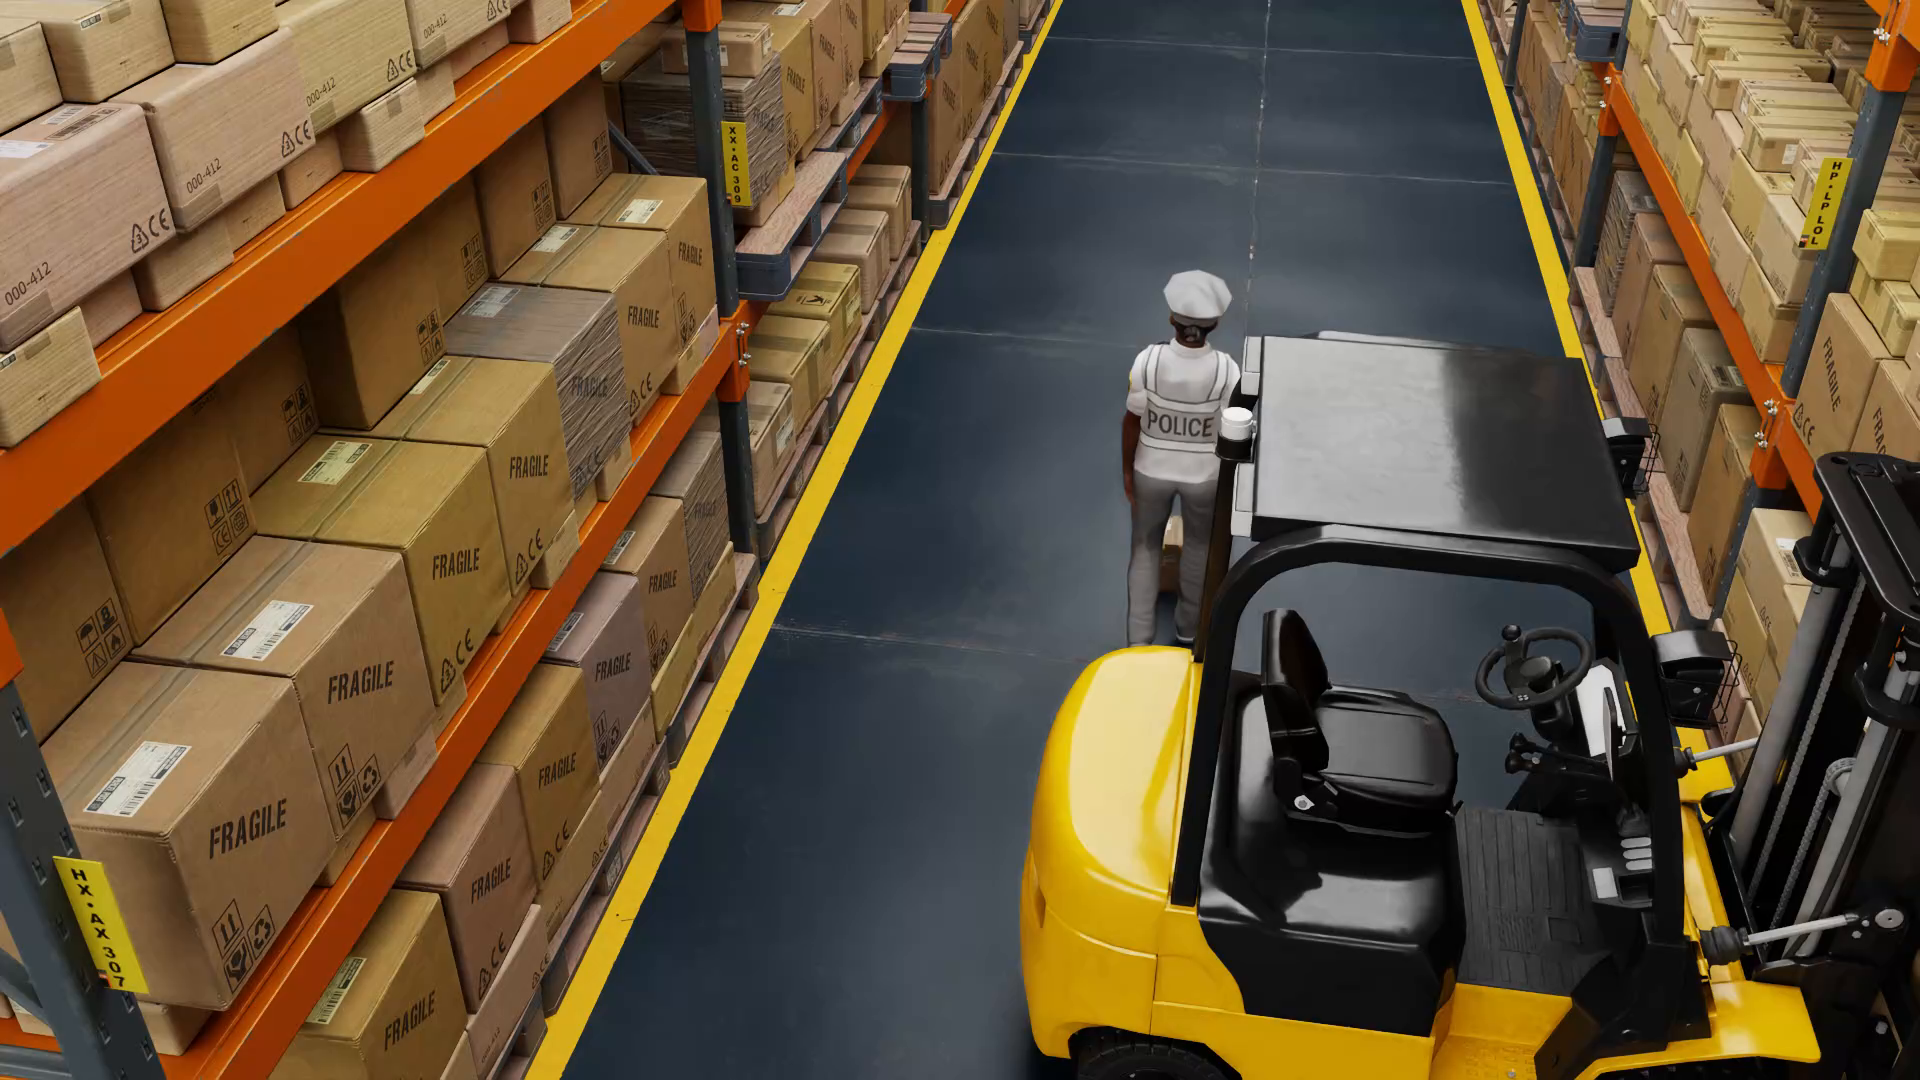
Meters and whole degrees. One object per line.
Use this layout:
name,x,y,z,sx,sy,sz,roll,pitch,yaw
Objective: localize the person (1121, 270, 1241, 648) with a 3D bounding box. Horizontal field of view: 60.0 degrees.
person,0.861,-0.245,6.608,0.448,1.763,0.502,6,33,9
